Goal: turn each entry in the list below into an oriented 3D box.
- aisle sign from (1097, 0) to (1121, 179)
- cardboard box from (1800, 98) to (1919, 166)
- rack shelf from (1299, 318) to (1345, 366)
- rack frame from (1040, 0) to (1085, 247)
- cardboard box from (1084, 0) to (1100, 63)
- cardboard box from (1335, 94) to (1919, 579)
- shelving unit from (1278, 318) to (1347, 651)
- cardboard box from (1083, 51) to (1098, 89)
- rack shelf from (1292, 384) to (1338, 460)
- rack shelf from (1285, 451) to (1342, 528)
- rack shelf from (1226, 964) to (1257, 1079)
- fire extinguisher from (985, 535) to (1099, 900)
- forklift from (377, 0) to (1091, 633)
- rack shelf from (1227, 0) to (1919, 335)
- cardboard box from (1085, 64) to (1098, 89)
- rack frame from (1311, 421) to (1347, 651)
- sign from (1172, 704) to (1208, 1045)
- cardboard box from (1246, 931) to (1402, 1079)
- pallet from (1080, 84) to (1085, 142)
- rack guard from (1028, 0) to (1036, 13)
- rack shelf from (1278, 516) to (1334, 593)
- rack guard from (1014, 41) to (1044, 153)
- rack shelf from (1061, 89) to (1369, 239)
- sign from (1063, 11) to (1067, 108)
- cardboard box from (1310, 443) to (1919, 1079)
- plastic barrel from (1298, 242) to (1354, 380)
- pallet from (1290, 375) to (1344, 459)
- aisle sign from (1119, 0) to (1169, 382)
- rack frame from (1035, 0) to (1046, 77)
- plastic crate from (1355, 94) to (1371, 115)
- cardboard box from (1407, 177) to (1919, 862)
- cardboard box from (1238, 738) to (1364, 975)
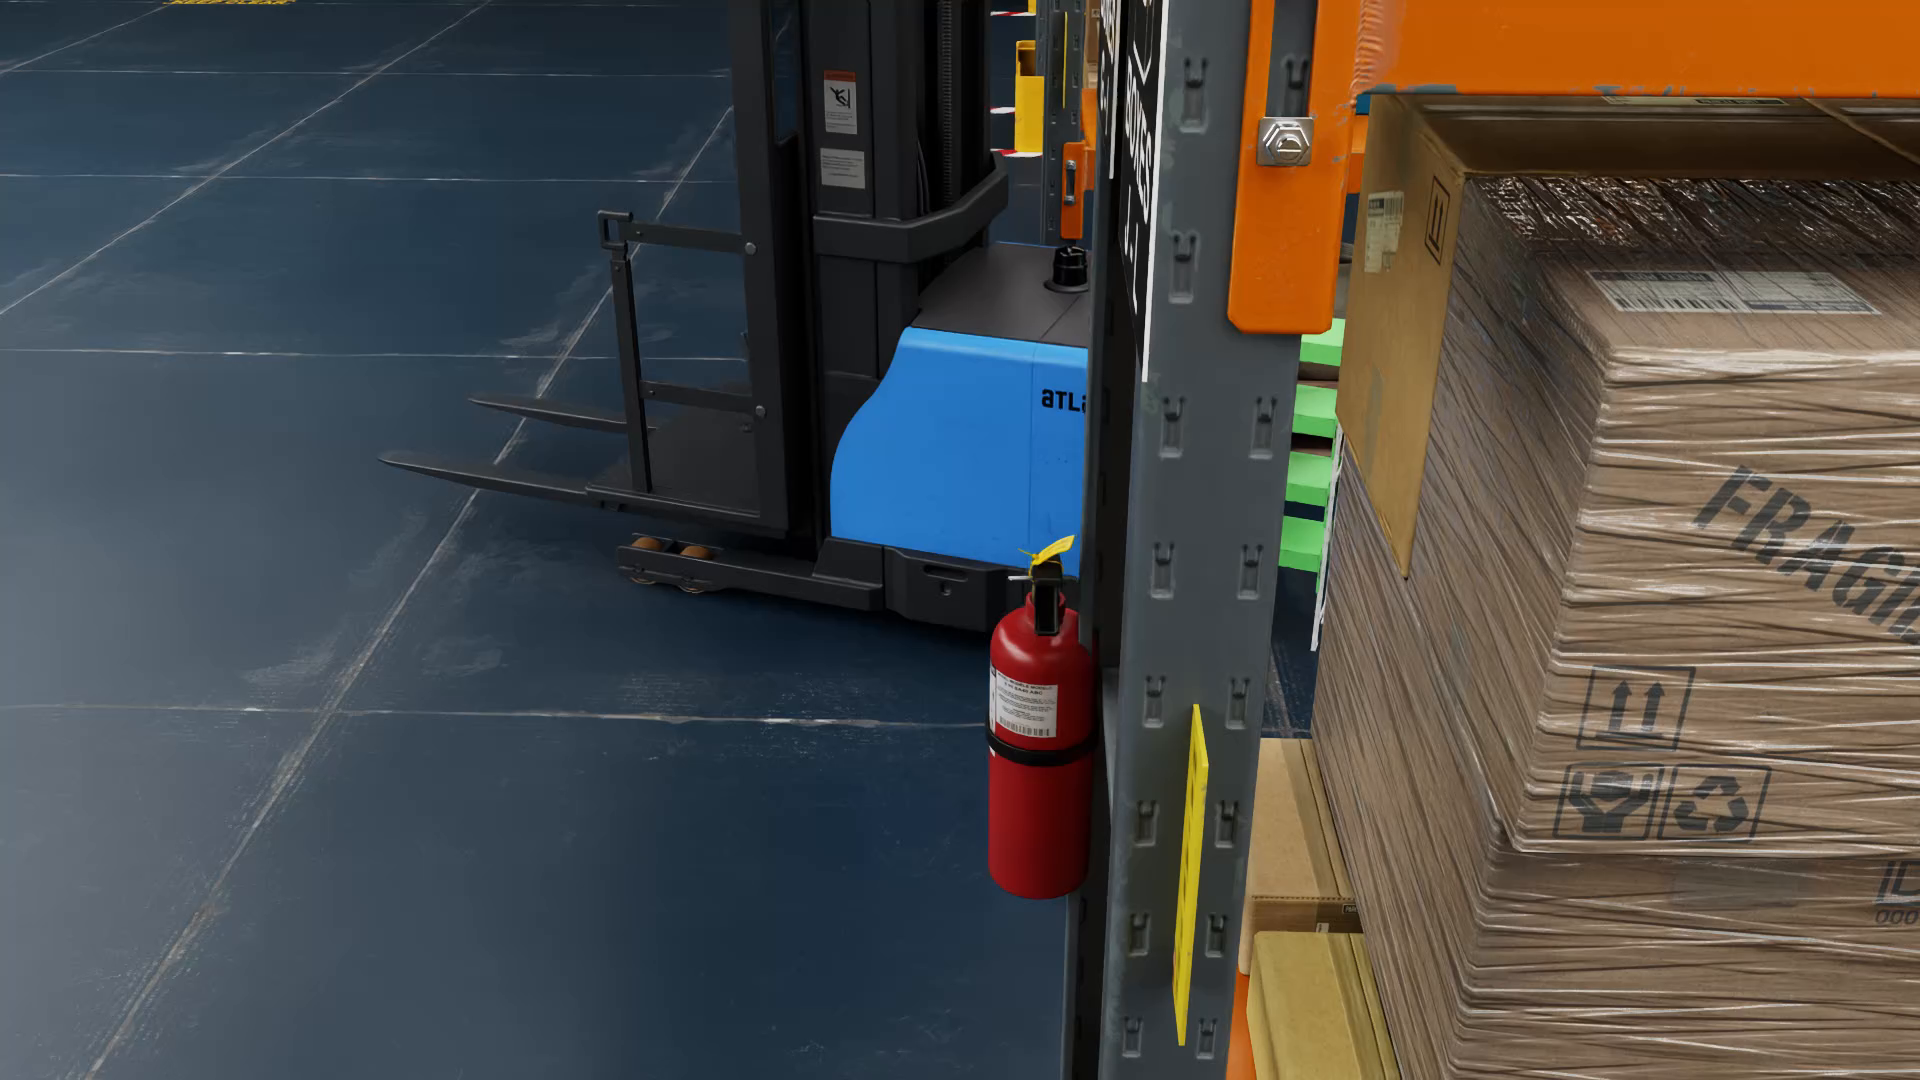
[{"bbox_3d":[0.179,-0.850,1.875,0.004,0.787,0.394,1,28,2],"label":"aisle sign"},{"bbox_3d":[1.288,-0.278,2.080,0.500,0.500,0.500,1,28,2],"label":"cardboard box"},{"bbox_3d":[0.994,-0.621,5.252,0.480,0.148,0.258,10,30,18],"label":"rack shelf"},{"bbox_3d":[0.405,-1.878,6.590,0.127,3.000,1.000,1,28,2],"label":"rack frame"},{"bbox_3d":[1.130,-3.629,11.580,0.500,0.500,0.500,1,28,2],"label":"cardboard box"},{"bbox_3d":[0.788,-0.284,2.091,0.500,0.500,0.500,1,28,2],"label":"cardboard box"},{"bbox_3d":[0.994,-0.253,5.447,0.503,1.200,0.258,10,30,18],"label":"shelving unit"},{"bbox_3d":[1.130,-3.297,11.754,0.500,0.250,0.500,1,28,2],"label":"cardboard box"},{"bbox_3d":[0.994,-0.409,5.364,0.480,0.148,0.258,10,30,18],"label":"rack shelf"},{"bbox_3d":[0.994,-0.197,5.477,0.480,0.148,0.258,10,30,18],"label":"rack shelf"},{"bbox_3d":[2.229,0.791,2.323,4.000,0.370,1.077,1,28,2],"label":"rack shelf"},{"bbox_3d":[0.132,0.257,2.646,0.183,0.674,0.296,1,28,2],"label":"fire extinguisher"},{"bbox_3d":[-0.695,-1.327,5.624,3.031,2.935,1.130,9,29,17],"label":"forklift"},{"bbox_3d":[2.229,-0.534,1.621,4.000,0.370,1.077,1,28,2],"label":"rack shelf"},{"bbox_3d":[1.111,-3.054,11.296,0.500,0.250,0.500,1,28,2],"label":"cardboard box"},{"bbox_3d":[1.222,-0.212,5.370,0.015,1.200,0.240,10,30,18],"label":"rack frame"},{"bbox_3d":[0.211,0.312,1.535,0.005,0.325,0.100,1,28,2],"label":"sign"},{"bbox_3d":[0.506,0.667,2.056,0.250,0.149,0.380,1,28,2],"label":"cardboard box"},{"bbox_3d":[1.349,-2.972,11.630,1.213,0.211,1.003,1,28,2],"label":"pallet"},{"bbox_3d":[0.830,-5.410,15.921,0.348,0.500,1.175,1,28,2],"label":"rack guard"},{"bbox_3d":[0.994,0.015,5.589,0.480,0.148,0.258,10,30,18],"label":"rack shelf"},{"bbox_3d":[0.559,-3.093,11.550,0.348,0.500,1.175,1,28,2],"label":"rack guard"},{"bbox_3d":[2.403,-1.527,6.697,4.000,0.370,1.077,1,28,2],"label":"rack shelf"},{"bbox_3d":[0.381,-1.743,6.040,0.005,0.325,0.100,1,28,2],"label":"sign"},{"bbox_3d":[0.779,0.287,2.083,0.500,0.500,0.875,1,28,2],"label":"cardboard box"},{"bbox_3d":[1.566,-0.981,7.106,0.421,0.512,0.421,0,28,0],"label":"plastic barrel"},{"bbox_3d":[1.294,-0.651,7.253,1.213,0.211,1.003,1,28,2],"label":"pallet"},{"bbox_3d":[0.157,-0.569,1.345,0.004,0.787,0.394,1,28,2],"label":"aisle sign"},{"bbox_3d":[0.583,-4.197,10.964,0.127,3.000,1.000,1,28,2],"label":"rack frame"},{"bbox_3d":[1.564,-1.931,6.849,0.408,0.251,0.499,1,28,2],"label":"plastic crate"},{"bbox_3d":[0.770,-0.041,1.632,0.500,0.500,0.500,1,28,2],"label":"cardboard box"},{"bbox_3d":[0.522,0.459,2.449,0.250,0.149,0.380,1,28,2],"label":"cardboard box"}]
